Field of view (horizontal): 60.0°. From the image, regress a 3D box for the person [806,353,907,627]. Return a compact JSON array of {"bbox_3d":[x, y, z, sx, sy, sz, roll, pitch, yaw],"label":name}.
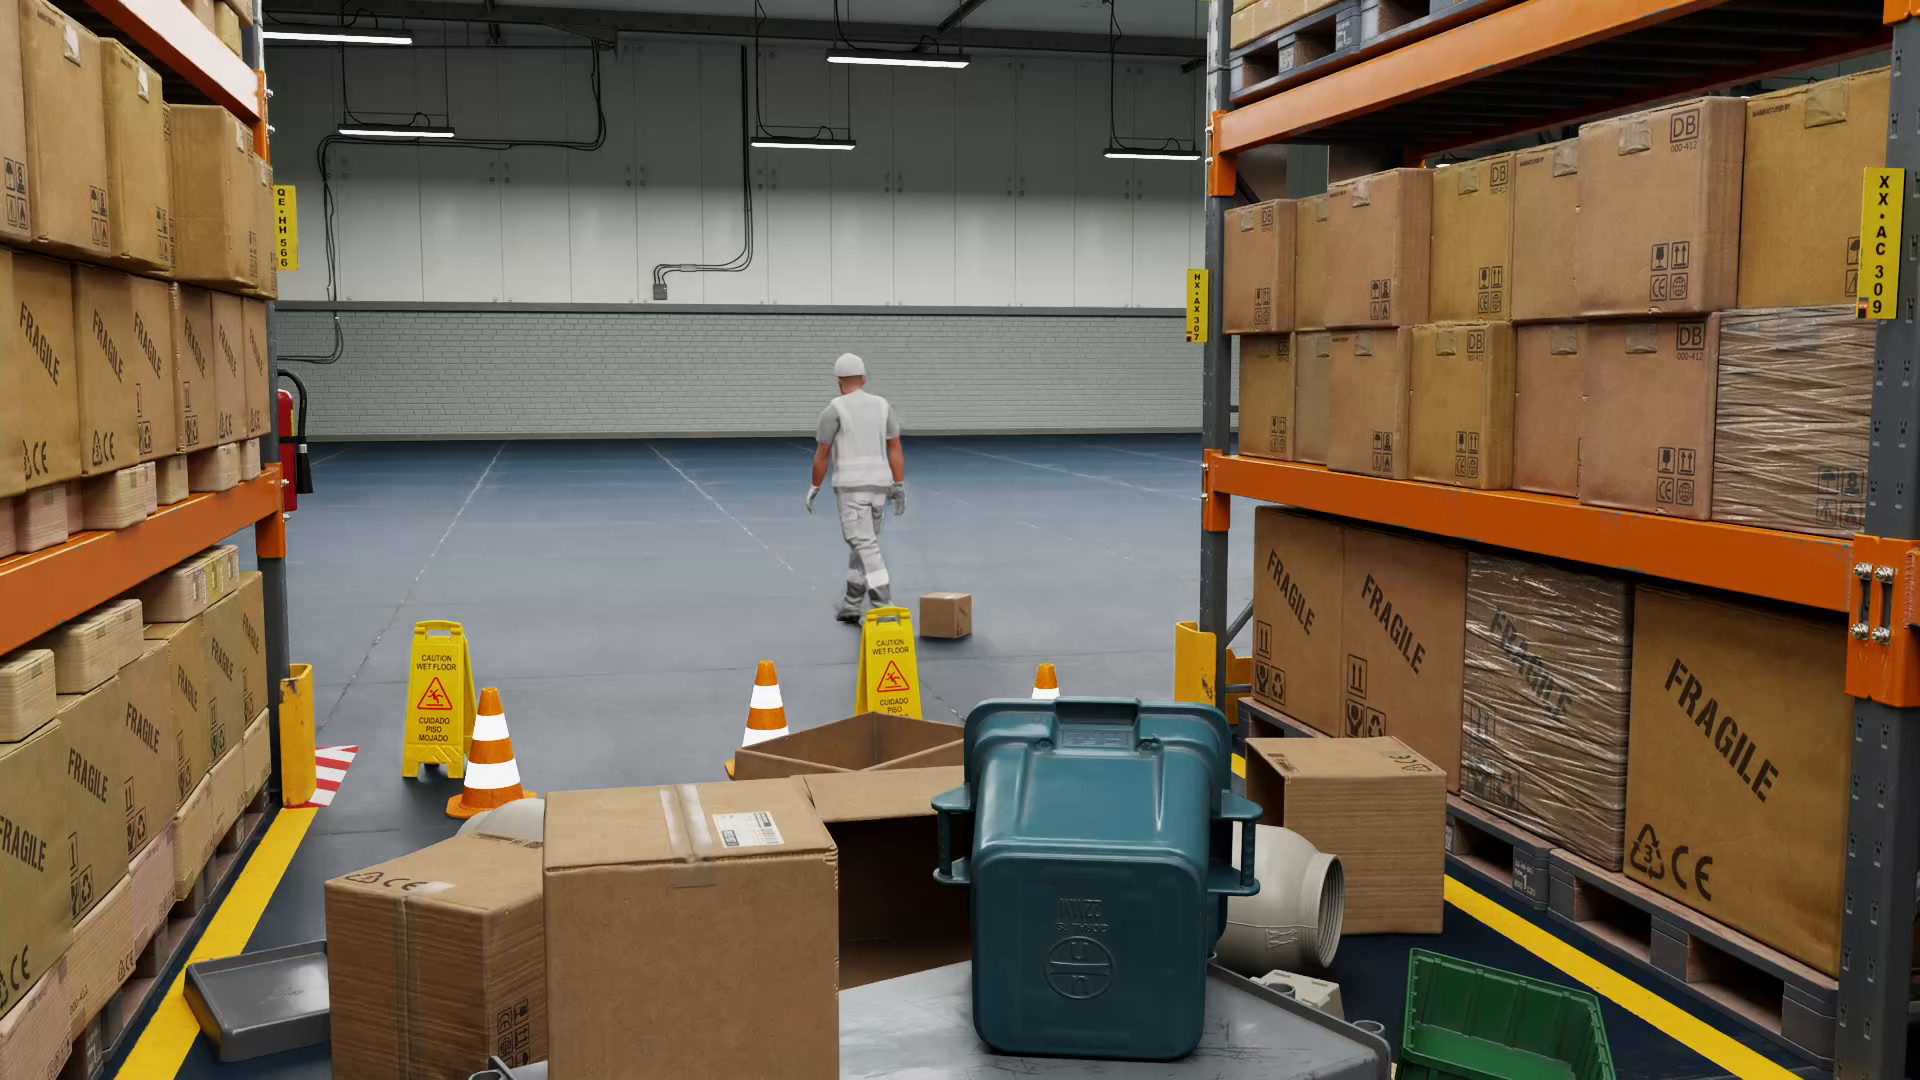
[{"bbox_3d":[-0.659,-0.301,10.685,0.568,1.788,0.895,-5,8,-38],"label":"person"}]
